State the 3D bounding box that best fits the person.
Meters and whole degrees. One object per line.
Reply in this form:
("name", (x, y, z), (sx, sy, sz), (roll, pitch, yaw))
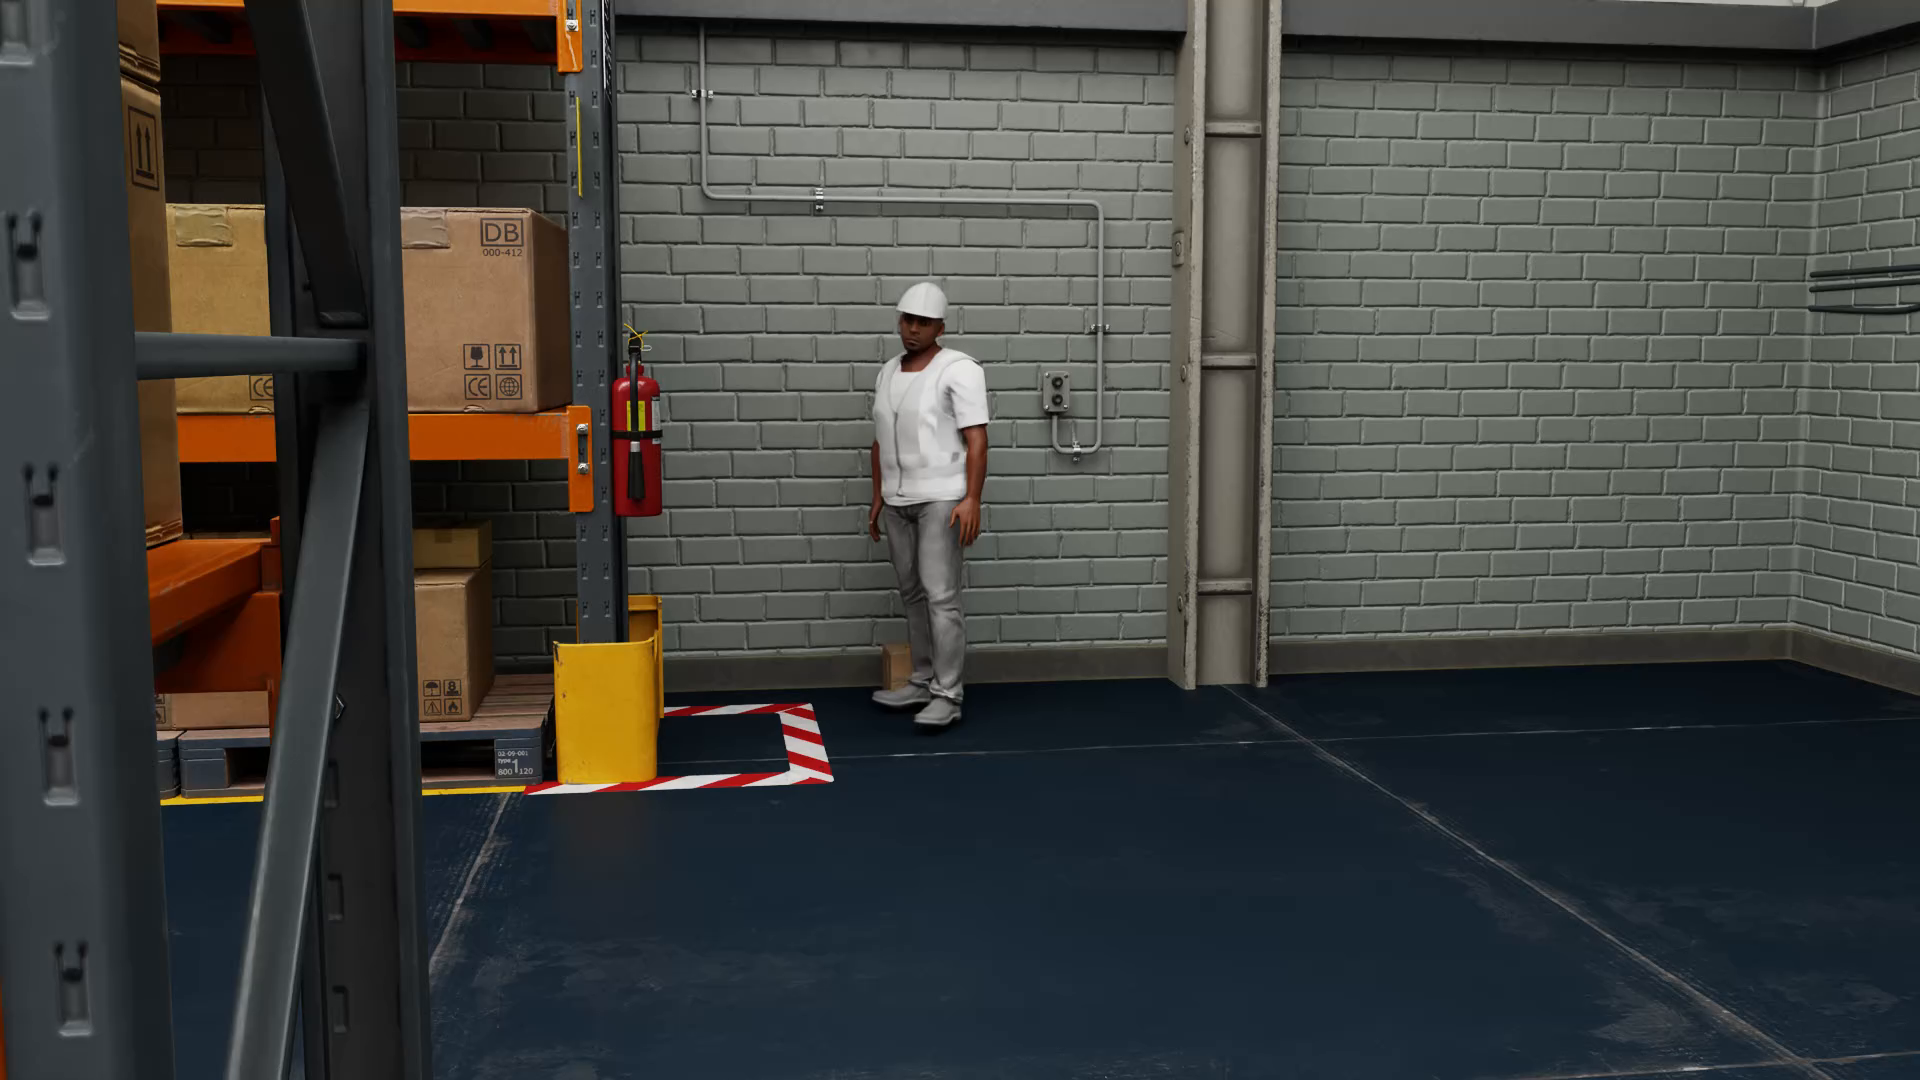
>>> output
("person", (-0.153, -0.156, 6.759), (0.453, 1.768, 0.616), (-6, 9, -43))
